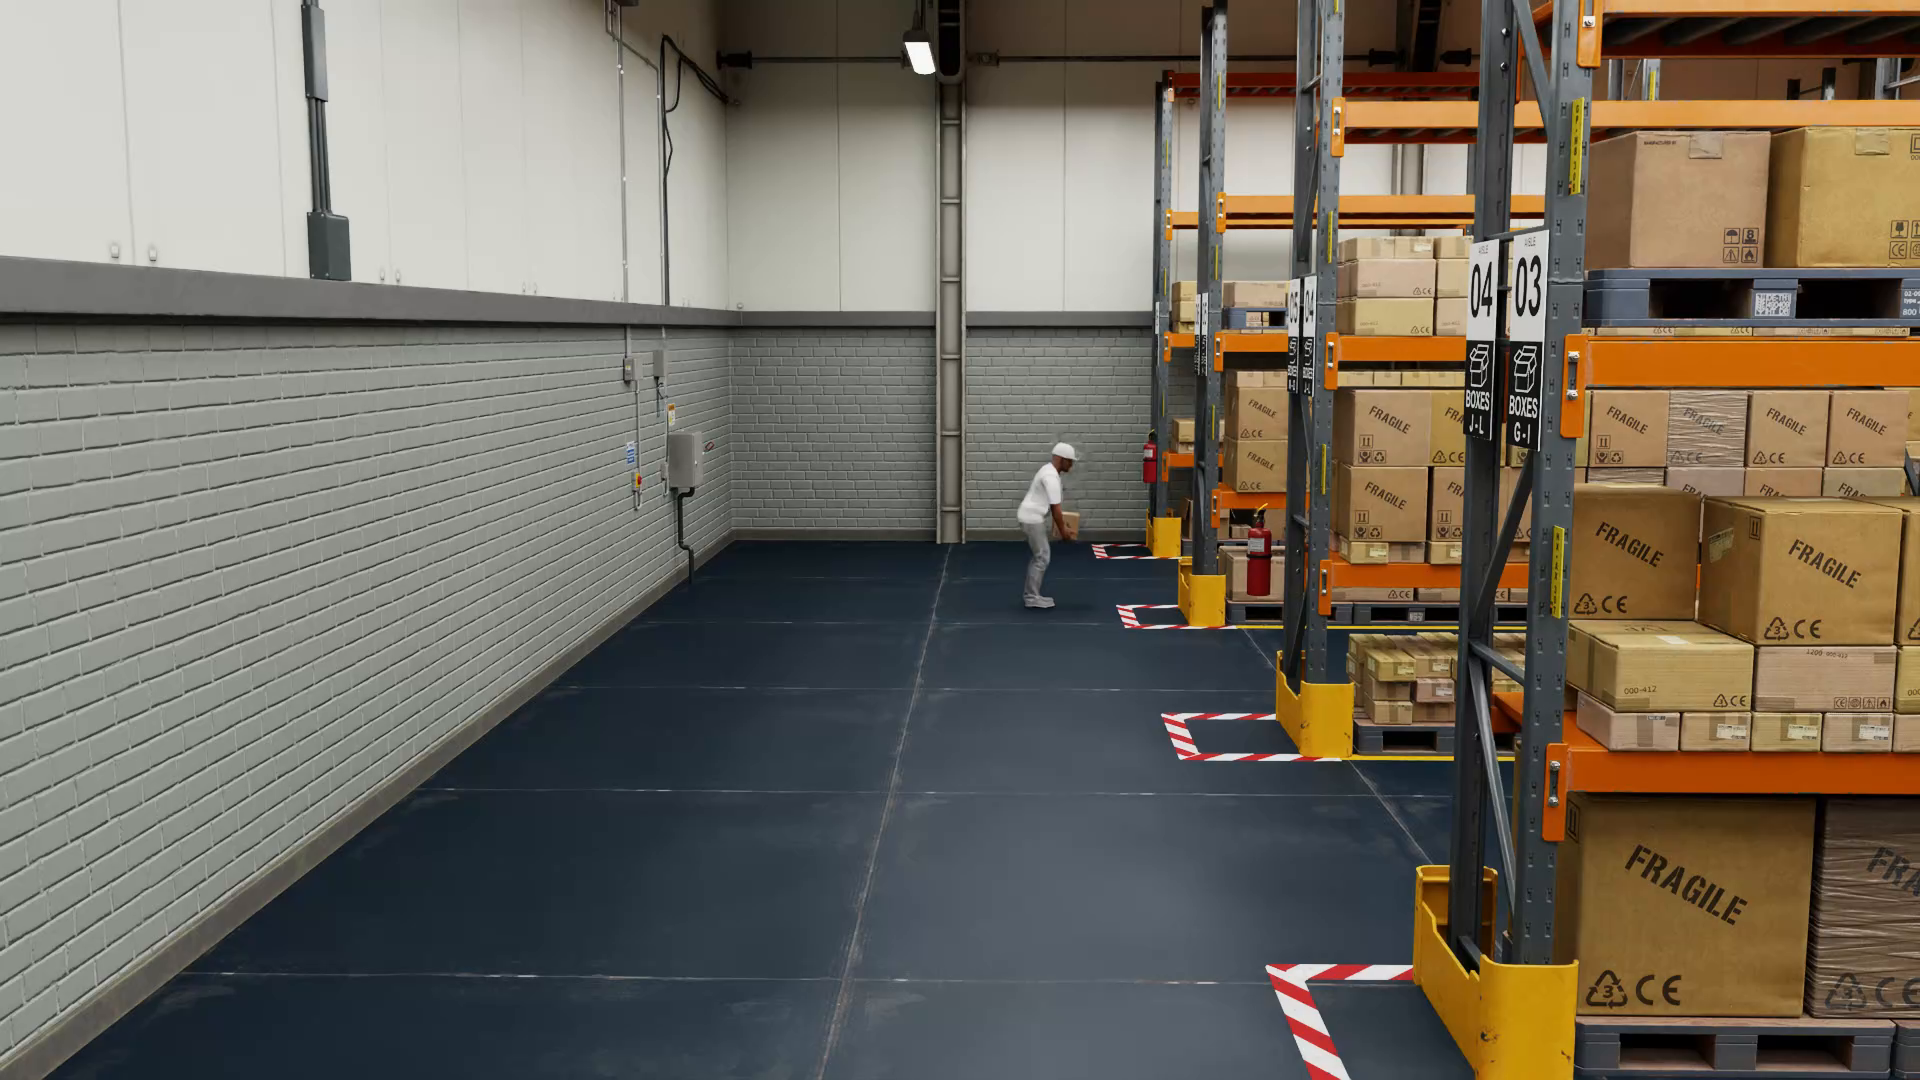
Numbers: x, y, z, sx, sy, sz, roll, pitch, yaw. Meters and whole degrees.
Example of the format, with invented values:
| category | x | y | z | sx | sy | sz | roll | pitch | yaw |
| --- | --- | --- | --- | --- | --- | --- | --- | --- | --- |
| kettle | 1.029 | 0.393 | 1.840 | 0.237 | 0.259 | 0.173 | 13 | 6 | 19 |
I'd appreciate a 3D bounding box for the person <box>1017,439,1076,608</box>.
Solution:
| category | x | y | z | sx | sy | sz | roll | pitch | yaw |
| --- | --- | --- | --- | --- | --- | --- | --- | --- | --- |
| person | 0.891 | -0.182 | 17.235 | 0.601 | 1.736 | 0.497 | 0 | 7 | 0 |
